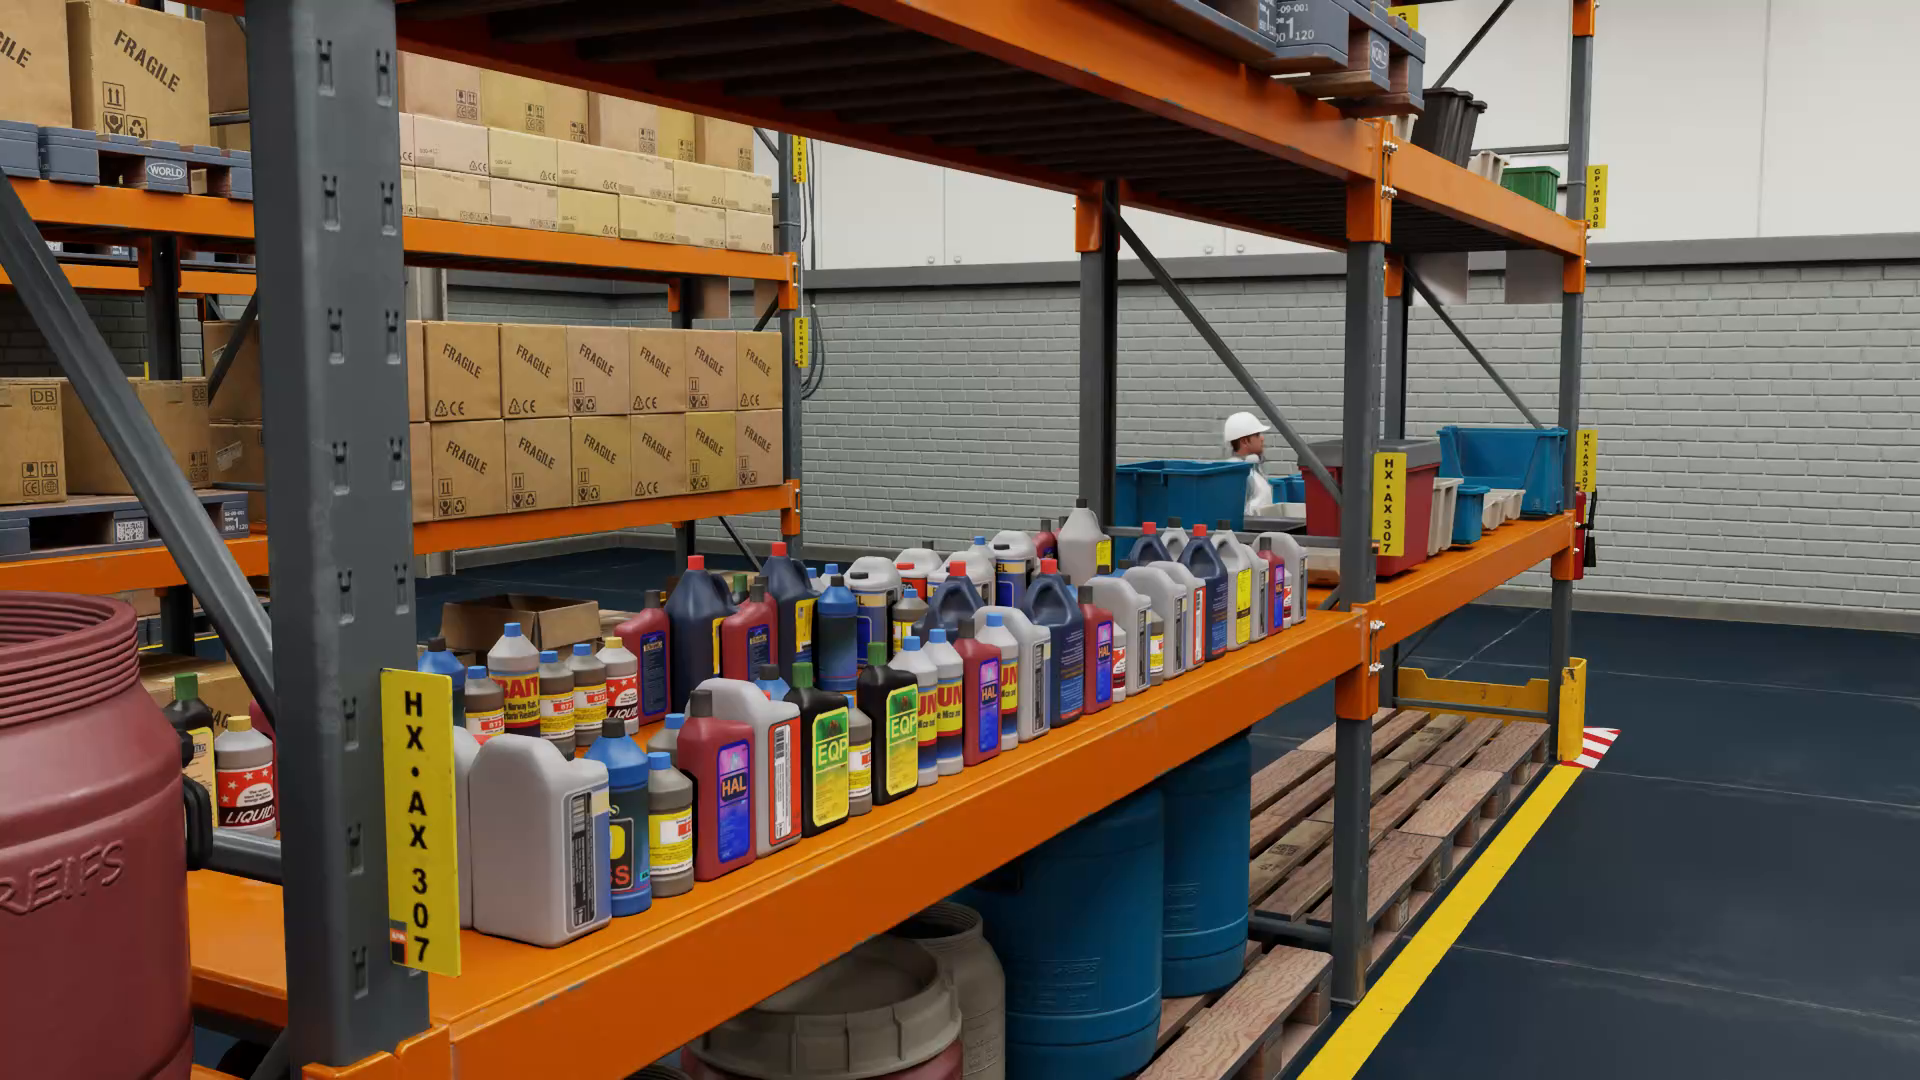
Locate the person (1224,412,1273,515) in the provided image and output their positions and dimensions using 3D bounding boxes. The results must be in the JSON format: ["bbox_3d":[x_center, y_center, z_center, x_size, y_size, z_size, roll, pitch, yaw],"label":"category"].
[{"bbox_3d":[1.866,0.095,10.575,0.462,1.812,0.540,2,6,23],"label":"person"}]
